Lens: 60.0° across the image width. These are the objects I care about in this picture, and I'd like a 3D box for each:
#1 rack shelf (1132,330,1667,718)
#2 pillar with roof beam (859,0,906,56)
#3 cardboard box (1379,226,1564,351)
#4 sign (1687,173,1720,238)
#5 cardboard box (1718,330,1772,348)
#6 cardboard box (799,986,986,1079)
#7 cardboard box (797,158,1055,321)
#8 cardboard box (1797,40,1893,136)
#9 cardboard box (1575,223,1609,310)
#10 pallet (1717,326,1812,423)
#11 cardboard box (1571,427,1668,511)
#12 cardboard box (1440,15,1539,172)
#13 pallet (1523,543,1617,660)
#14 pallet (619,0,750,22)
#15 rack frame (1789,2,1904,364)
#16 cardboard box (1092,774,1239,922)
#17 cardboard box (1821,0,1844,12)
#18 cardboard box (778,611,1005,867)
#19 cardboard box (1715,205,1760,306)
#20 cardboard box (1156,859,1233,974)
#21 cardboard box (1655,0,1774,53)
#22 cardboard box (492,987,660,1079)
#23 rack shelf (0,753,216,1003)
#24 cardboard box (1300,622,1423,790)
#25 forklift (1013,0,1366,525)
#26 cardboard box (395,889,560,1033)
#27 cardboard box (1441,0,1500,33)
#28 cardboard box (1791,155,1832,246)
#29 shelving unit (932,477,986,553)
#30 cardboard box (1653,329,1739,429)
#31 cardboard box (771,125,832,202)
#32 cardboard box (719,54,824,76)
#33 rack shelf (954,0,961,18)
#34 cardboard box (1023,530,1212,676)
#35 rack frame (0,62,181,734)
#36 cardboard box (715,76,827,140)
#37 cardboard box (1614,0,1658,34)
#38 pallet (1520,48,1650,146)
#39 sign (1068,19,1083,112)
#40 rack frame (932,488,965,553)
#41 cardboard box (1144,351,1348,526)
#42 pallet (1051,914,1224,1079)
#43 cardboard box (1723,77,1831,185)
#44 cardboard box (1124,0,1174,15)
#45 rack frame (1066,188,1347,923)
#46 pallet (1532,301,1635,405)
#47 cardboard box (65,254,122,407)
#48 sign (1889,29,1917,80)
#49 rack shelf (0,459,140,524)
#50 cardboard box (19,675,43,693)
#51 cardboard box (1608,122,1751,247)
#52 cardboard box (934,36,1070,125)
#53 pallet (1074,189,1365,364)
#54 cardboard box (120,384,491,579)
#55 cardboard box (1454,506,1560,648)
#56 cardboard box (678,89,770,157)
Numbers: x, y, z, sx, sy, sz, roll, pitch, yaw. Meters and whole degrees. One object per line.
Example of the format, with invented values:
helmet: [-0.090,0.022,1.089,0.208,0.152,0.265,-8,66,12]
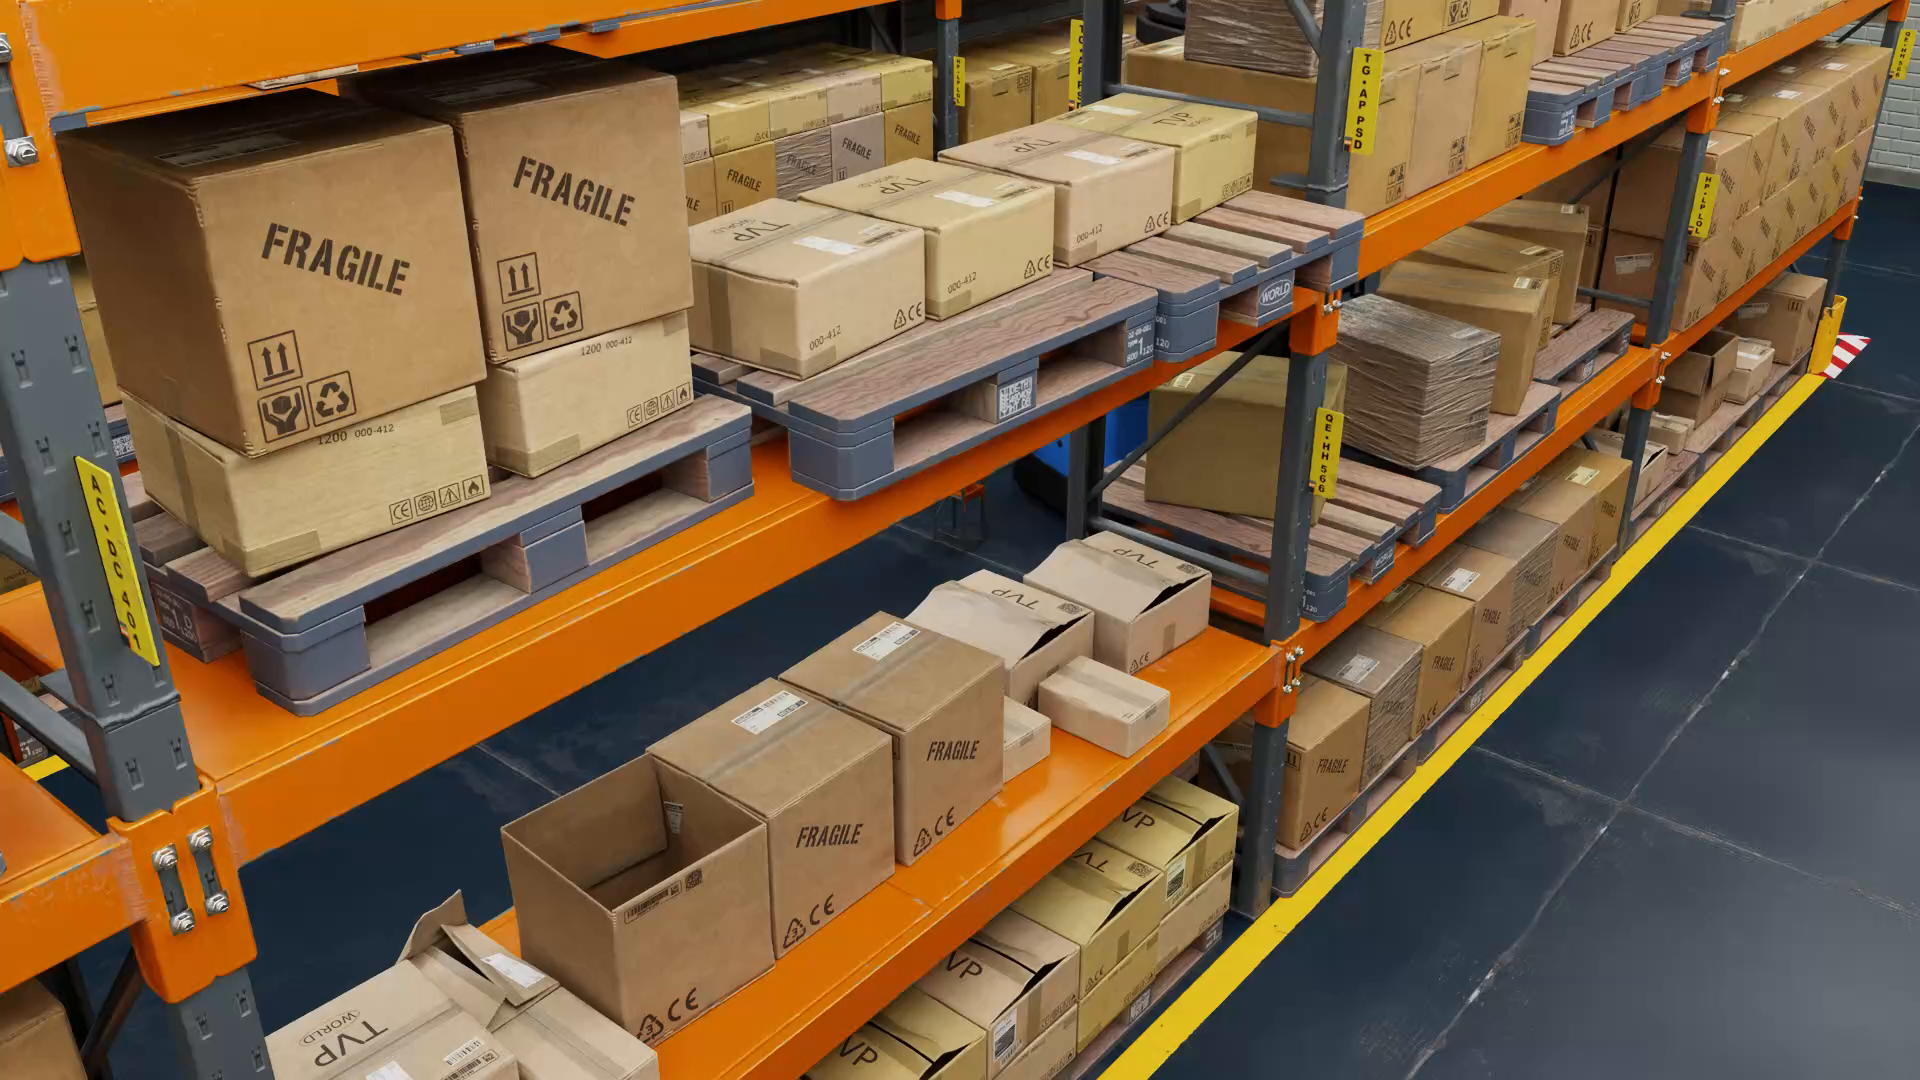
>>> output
rack shelf: [2.119,-0.337,7.920,1.077,0.370,4.000,21,34,34]
pillar with roof beam: [2.666,-4.720,9.079,9.100,9.000,0.400,21,34,34]
cardboard box: [2.529,-1.232,8.301,0.500,0.500,0.700,-22,35,-36]
sign: [3.822,-1.719,8.548,0.100,0.325,0.005,21,34,34]
cardboard box: [5.453,-1.339,11.678,0.380,0.166,0.250,21,34,34]
cardboard box: [-0.265,1.637,5.246,0.500,0.311,0.500,22,34,36]
cardboard box: [-0.090,-0.832,4.535,0.500,0.250,0.500,20,33,33]
cardboard box: [5.865,-3.034,11.154,0.500,0.500,0.500,20,34,34]
cardboard box: [3.512,-1.662,9.590,0.500,0.500,0.500,21,34,35]
pallet: [5.381,-1.235,11.909,1.003,0.211,1.213,21,34,34]
cardboard box: [3.825,-0.453,9.808,0.500,0.311,0.500,21,34,34]
cardboard box: [1.754,-1.854,6.696,0.910,0.500,0.500,21,34,34]
pallet: [2.903,0.172,9.187,1.003,0.211,1.213,21,34,34]
pallet: [-1.900,-3.284,9.774,1.003,0.211,1.213,23,35,37]
rack frame: [5.936,-2.784,11.867,1.000,3.000,0.127,21,34,34]
cardboard box: [0.704,1.096,6.292,0.500,0.311,0.500,22,34,36]
cardboard box: [4.848,-3.263,9.691,0.500,0.250,0.500,21,34,34]
cardboard box: [-0.207,0.608,5.202,0.500,0.500,0.500,19,33,32]
cardboard box: [4.249,-1.694,9.651,0.500,0.500,0.500,21,34,35]
cardboard box: [0.701,1.345,6.421,0.500,0.250,0.500,22,34,36]
cardboard box: [3.892,-2.732,8.664,0.500,0.250,0.500,21,34,34]
cardboard box: [-0.976,1.328,4.192,0.380,0.149,0.250,21,34,34]
rack shelf: [-2.969,1.167,1.748,1.077,0.370,4.000,21,34,34]
cardboard box: [1.686,0.702,7.370,0.500,0.500,0.500,19,33,33]
forklift: [1.865,-1.791,10.021,3.031,2.935,1.130,-15,31,-26]
cardboard box: [-1.279,1.165,4.380,0.396,0.266,0.258,20,33,33]
cardboard box: [1.778,-2.283,6.437,0.500,0.500,0.500,21,34,34]
cardboard box: [5.212,-2.230,10.687,0.500,0.500,0.500,21,34,35]
shelving unit: [-0.009,-0.528,9.464,0.258,1.200,0.189,21,34,34]
cardboard box: [4.583,-1.120,10.889,0.797,0.503,0.637,21,34,34]
cardboard box: [-1.175,-2.401,10.672,0.500,0.500,0.500,21,34,34]
cardboard box: [-1.254,-3.056,11.123,0.500,0.250,0.500,21,34,35]
rack shelf: [0.839,-4.534,12.768,1.077,0.370,4.000,21,34,34]
cardboard box: [0.582,0.208,6.180,0.500,0.311,0.500,23,35,37]
rack frame: [-1.697,-1.194,2.264,1.000,3.000,0.127,21,34,34]
cardboard box: [-1.190,-2.731,10.494,0.500,0.250,0.500,22,34,35]
cardboard box: [3.014,-2.816,7.990,0.600,0.600,0.600,17,32,30]
pallet: [2.265,-2.035,7.360,1.213,0.211,1.003,21,34,34]
sign: [0.430,-1.669,5.884,0.100,0.325,0.005,21,34,34]
rack frame: [-0.067,-0.495,9.402,0.240,1.200,0.006,21,34,34]
cardboard box: [1.161,-0.435,6.760,0.700,0.500,0.500,10,29,18]
pallet: [0.294,1.571,6.483,1.003,0.211,1.213,21,34,34]
cardboard box: [4.891,-2.488,10.097,0.500,0.500,0.500,22,35,36]
cardboard box: [1.794,-4.180,14.239,0.980,0.700,0.700,23,35,37]
rack frame: [0.847,0.052,6.384,1.000,3.000,0.127,21,34,34]
pallet: [2.799,-1.029,8.684,1.003,0.211,1.213,21,34,34]
cardboard box: [-4.044,-1.016,7.862,0.700,0.500,0.500,21,34,34]
sign: [6.351,-3.269,11.201,0.100,0.325,0.005,21,34,34]
rack shelf: [-4.250,-0.365,7.975,1.077,0.370,4.000,21,34,34]
cardboard box: [-4.777,0.475,7.808,0.700,0.500,0.500,20,33,33]
cardboard box: [3.908,-1.939,9.037,0.500,0.500,0.500,22,34,36]
cardboard box: [0.393,-3.390,12.712,0.980,0.700,0.700,20,33,33]
pallet: [0.485,-0.929,5.223,1.213,0.211,1.003,23,35,37]
cardboard box: [-1.298,-0.197,3.308,0.500,0.250,0.500,-24,36,-38]
cardboard box: [2.659,0.158,8.421,0.500,0.500,0.500,21,34,35]
cardboard box: [-1.514,-2.550,10.145,0.500,0.250,0.500,20,33,33]
